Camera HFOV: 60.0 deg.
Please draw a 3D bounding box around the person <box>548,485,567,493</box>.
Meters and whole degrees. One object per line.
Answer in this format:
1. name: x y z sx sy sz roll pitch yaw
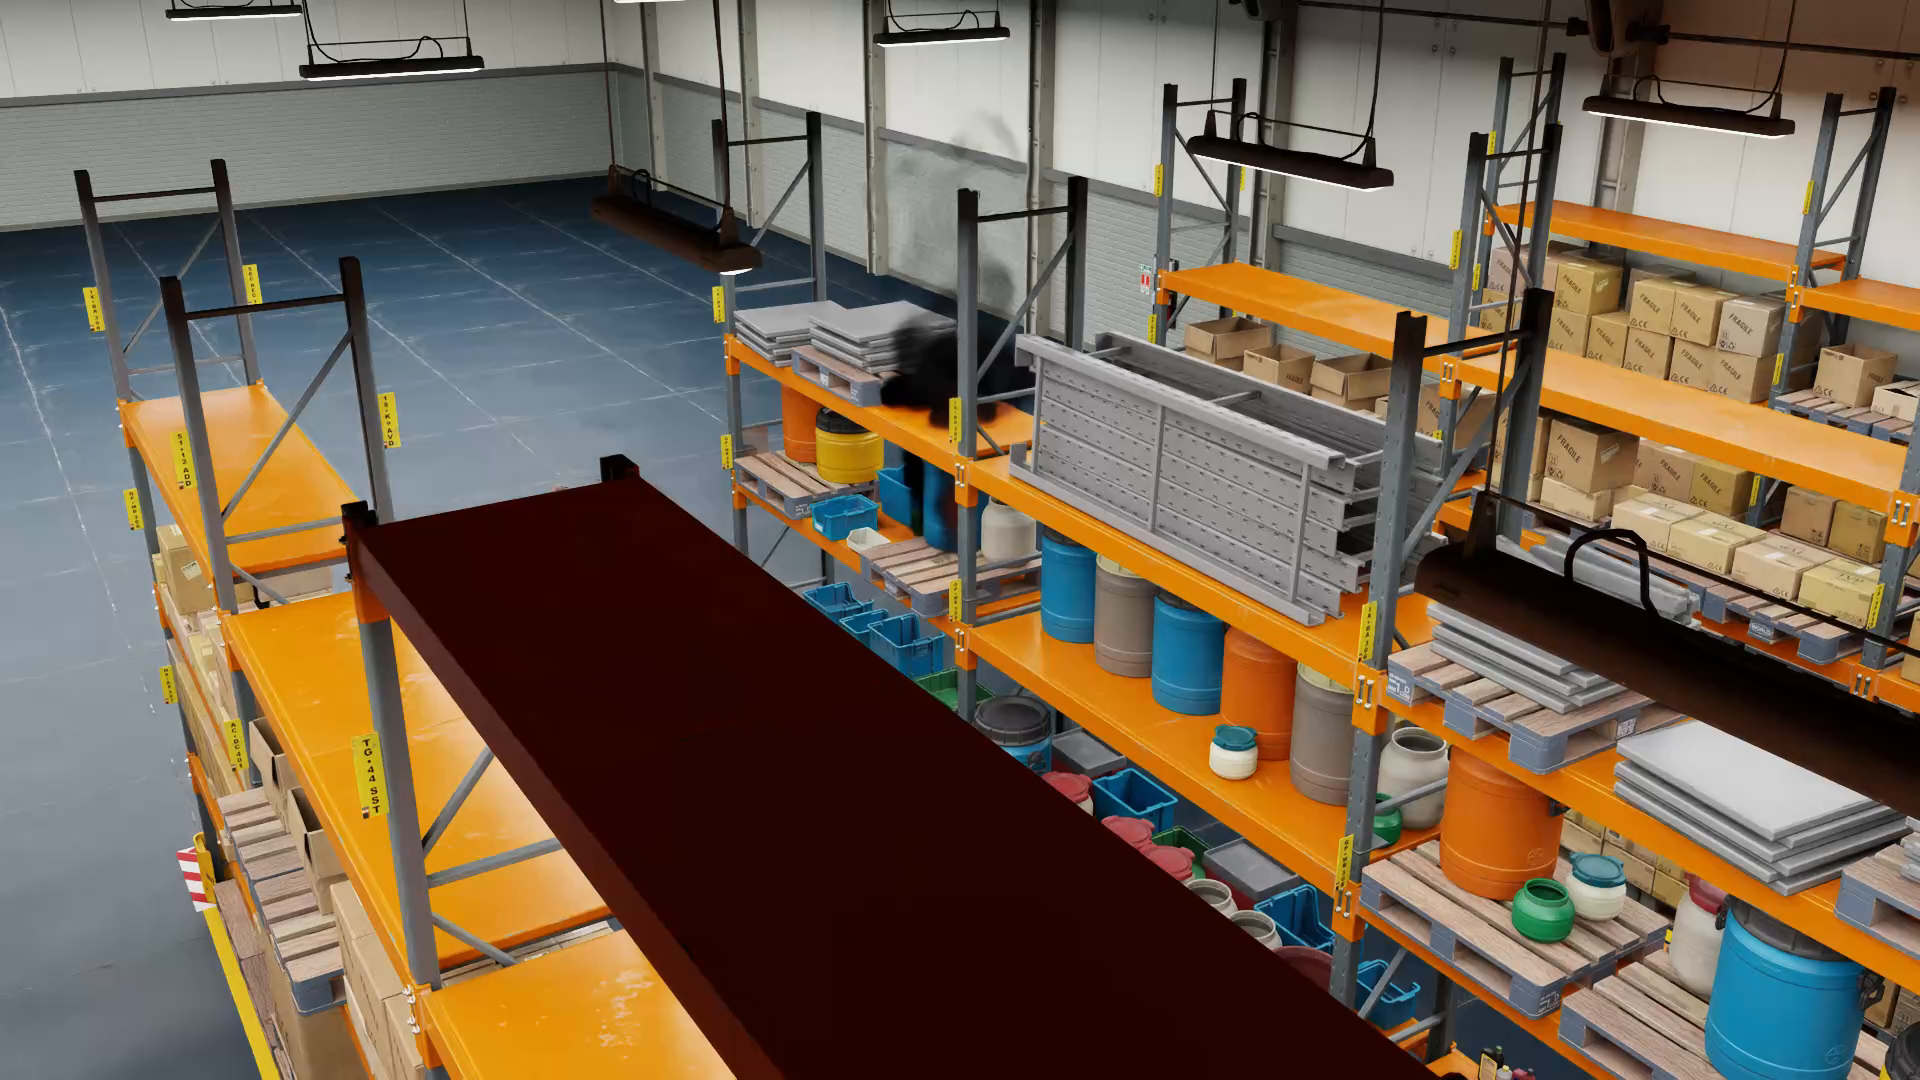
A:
1. person: -4.500 0.191 18.618 0.655 1.697 0.646 -2 22 -4
